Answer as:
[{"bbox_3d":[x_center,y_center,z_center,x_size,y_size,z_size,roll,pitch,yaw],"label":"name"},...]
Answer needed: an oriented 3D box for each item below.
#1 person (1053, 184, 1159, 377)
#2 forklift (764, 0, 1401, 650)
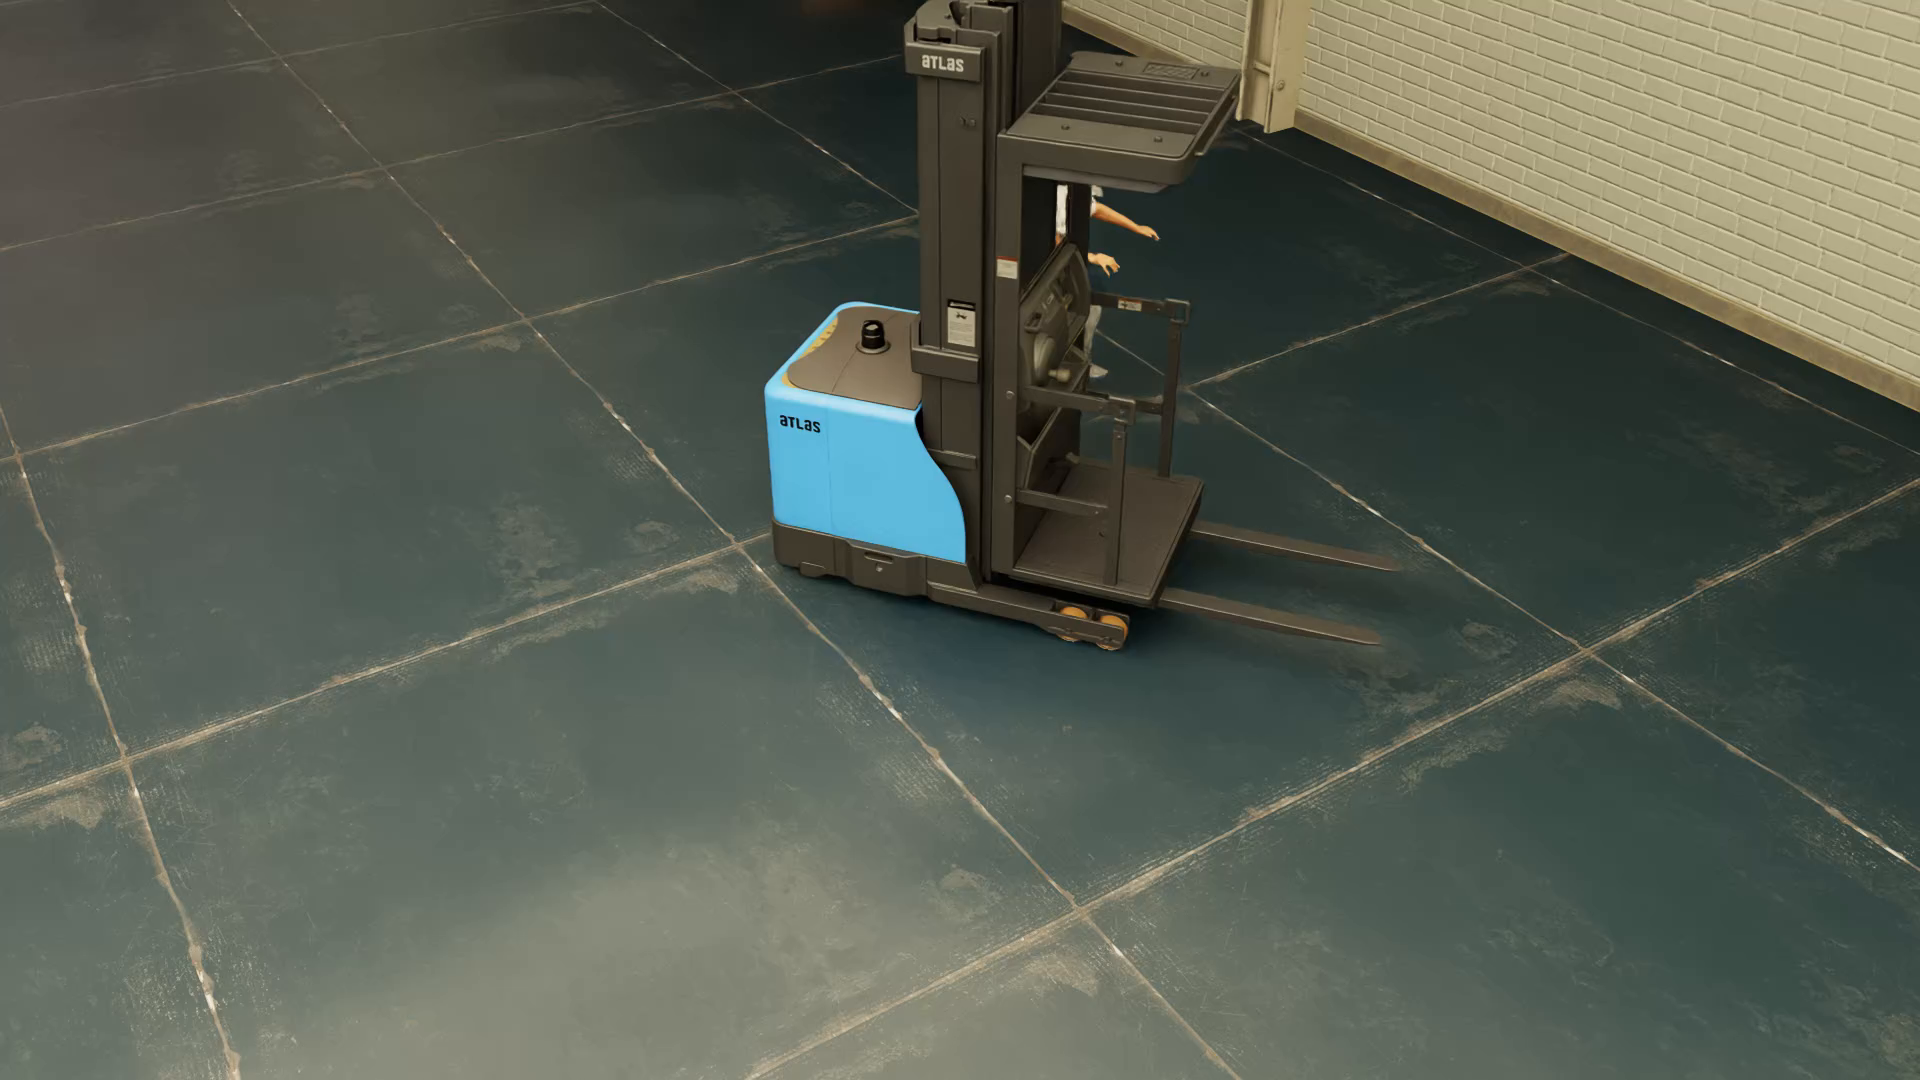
[{"bbox_3d":[0.746,-1.465,9.575,1.046,1.459,0.836,-15,38,-20],"label":"person"},{"bbox_3d":[0.625,-1.019,7.598,3.031,2.935,1.130,12,37,16],"label":"forklift"}]
